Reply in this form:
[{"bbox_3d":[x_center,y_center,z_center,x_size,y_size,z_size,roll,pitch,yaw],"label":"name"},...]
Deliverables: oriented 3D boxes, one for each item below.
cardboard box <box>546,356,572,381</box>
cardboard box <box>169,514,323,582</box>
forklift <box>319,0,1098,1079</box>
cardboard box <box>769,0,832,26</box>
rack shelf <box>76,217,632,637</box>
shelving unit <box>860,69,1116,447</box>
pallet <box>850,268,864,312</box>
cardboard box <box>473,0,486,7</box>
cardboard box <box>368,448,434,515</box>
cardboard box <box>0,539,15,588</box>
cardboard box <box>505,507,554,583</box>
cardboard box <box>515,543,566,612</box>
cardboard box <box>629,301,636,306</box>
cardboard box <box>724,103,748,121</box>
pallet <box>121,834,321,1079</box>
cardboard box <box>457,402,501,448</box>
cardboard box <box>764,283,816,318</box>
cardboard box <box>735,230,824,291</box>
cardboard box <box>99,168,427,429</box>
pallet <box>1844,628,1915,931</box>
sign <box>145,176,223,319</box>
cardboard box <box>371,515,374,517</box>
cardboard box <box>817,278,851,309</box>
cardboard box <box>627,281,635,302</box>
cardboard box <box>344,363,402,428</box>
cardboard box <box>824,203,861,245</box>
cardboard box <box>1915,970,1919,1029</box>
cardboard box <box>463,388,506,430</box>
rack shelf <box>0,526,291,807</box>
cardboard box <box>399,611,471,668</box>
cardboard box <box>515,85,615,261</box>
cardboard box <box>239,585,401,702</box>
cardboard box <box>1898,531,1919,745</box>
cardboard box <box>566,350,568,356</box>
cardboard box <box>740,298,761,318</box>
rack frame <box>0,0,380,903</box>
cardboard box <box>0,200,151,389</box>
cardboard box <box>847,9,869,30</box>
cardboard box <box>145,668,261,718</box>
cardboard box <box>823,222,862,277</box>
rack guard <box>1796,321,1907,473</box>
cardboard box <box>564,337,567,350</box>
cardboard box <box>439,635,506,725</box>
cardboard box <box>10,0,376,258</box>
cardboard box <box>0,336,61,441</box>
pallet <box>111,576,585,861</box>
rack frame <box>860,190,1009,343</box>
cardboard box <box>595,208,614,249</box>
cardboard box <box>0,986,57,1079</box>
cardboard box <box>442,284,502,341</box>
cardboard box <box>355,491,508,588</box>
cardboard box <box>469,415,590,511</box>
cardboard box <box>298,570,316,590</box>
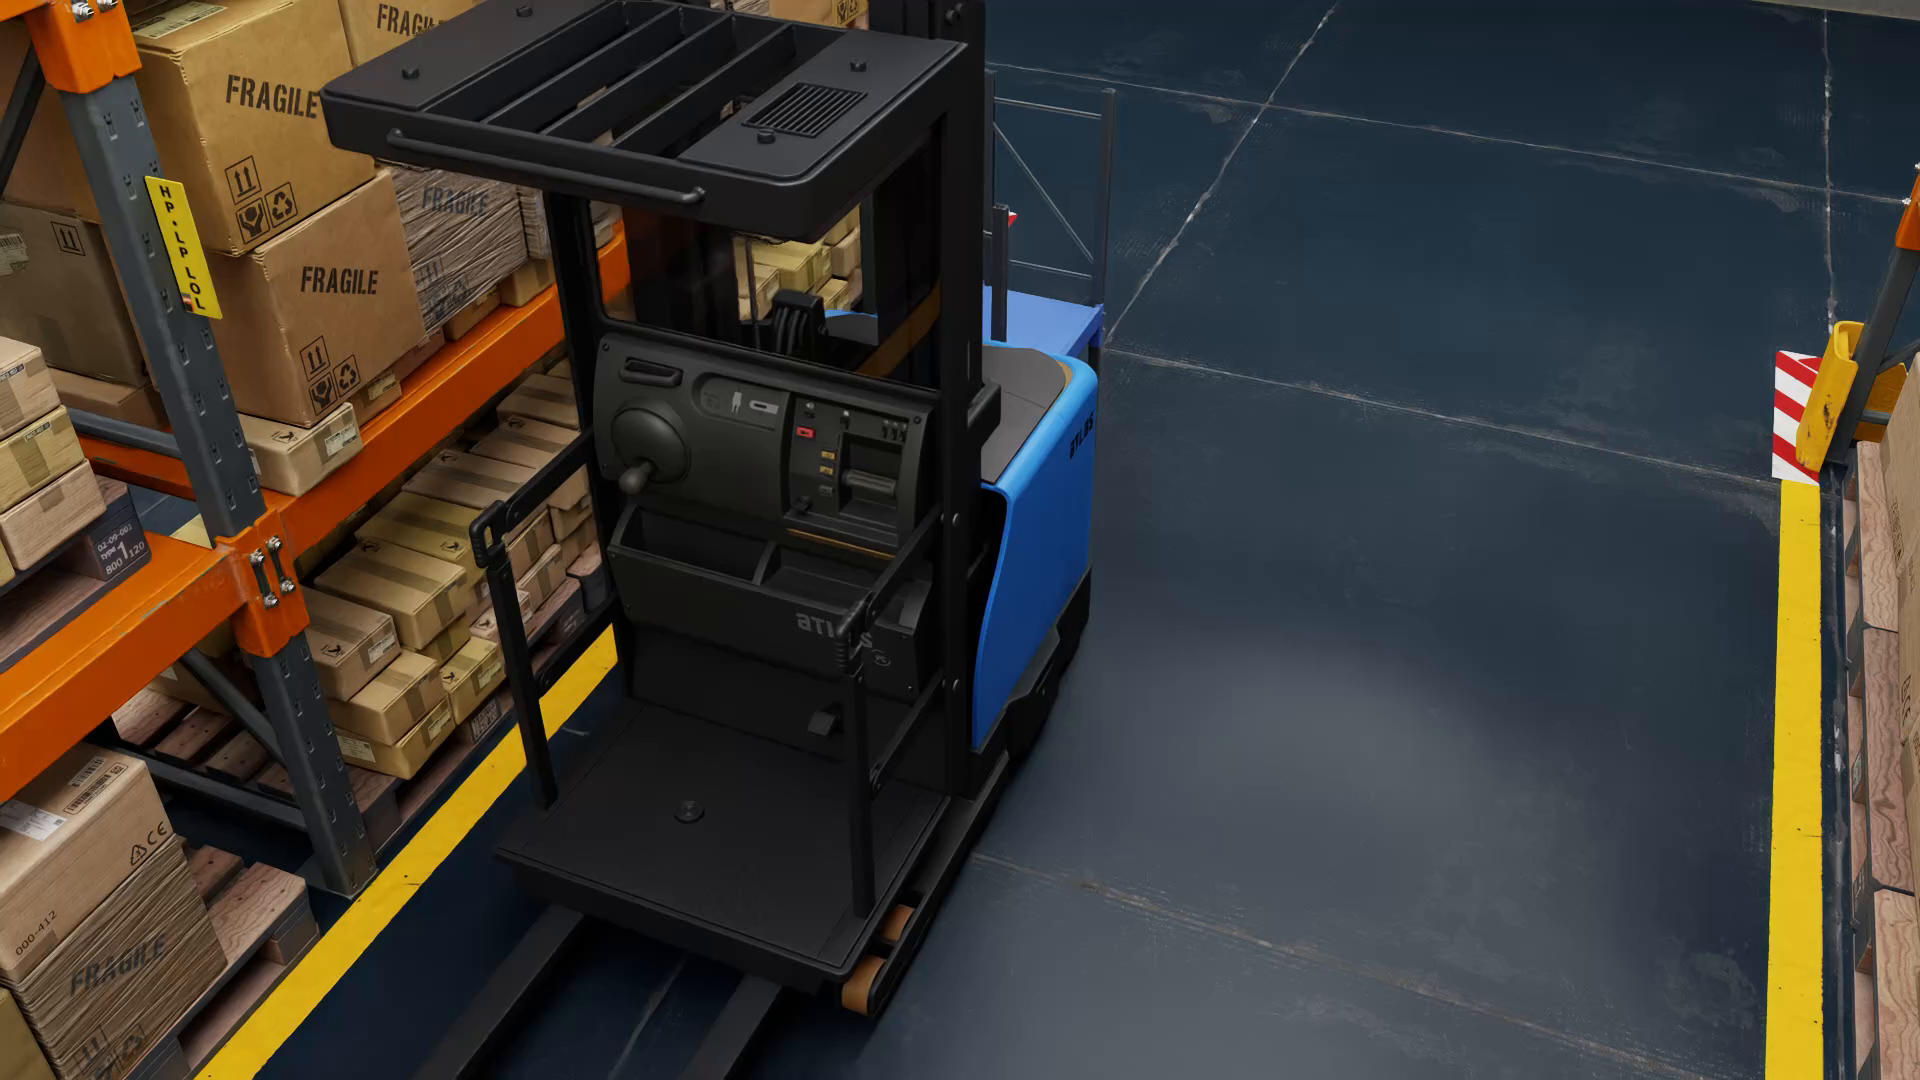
[{"bbox_3d":[-1.265,-0.562,6.030,0.380,0.149,0.250,14,39,18],"label":"cardboard box"},{"bbox_3d":[-2.250,0.034,5.233,0.380,0.149,0.250,14,39,18],"label":"cardboard box"},{"bbox_3d":[-0.599,-0.179,4.041,1.130,2.935,3.031,14,39,18],"label":"forklift"},{"bbox_3d":[-0.817,-2.077,6.191,0.500,0.500,0.500,13,39,17],"label":"cardboard box"},{"bbox_3d":[-1.444,-1.114,5.835,1.077,0.370,4.000,14,39,18],"label":"rack shelf"},{"bbox_3d":[0.116,-0.759,6.013,0.538,1.500,1.048,14,39,18],"label":"shelving unit"},{"bbox_3d":[-1.054,-0.908,7.289,1.003,0.211,1.213,14,39,18],"label":"pallet"},{"bbox_3d":[-1.405,-1.611,4.733,0.500,0.500,0.500,14,39,18],"label":"cardboard box"},{"bbox_3d":[-1.991,-0.231,5.588,0.380,0.149,0.250,15,39,19],"label":"cardboard box"},{"bbox_3d":[-2.272,0.047,3.541,0.380,0.149,0.250,14,39,18],"label":"cardboard box"},{"bbox_3d":[-1.594,-0.020,5.554,0.380,0.149,0.250,12,38,15],"label":"cardboard box"},{"bbox_3d":[-1.572,0.102,5.638,0.380,0.149,0.250,13,39,17],"label":"cardboard box"},{"bbox_3d":[-1.486,-1.011,6.880,0.380,0.149,0.250,15,39,19],"label":"cardboard box"},{"bbox_3d":[-0.960,-1.606,6.104,0.380,0.149,0.250,12,38,16],"label":"cardboard box"},{"bbox_3d":[-2.500,1.254,4.396,1.003,0.211,1.213,14,39,18],"label":"pallet"},{"bbox_3d":[-1.817,-0.398,6.059,0.380,0.149,0.250,12,38,16],"label":"cardboard box"},{"bbox_3d":[-0.816,-1.009,6.877,0.380,0.149,0.250,12,38,16],"label":"cardboard box"},{"bbox_3d":[-0.780,-1.125,6.783,0.380,0.149,0.250,13,39,17],"label":"cardboard box"},{"bbox_3d":[-1.784,-0.671,4.310,0.500,0.500,0.500,13,39,17],"label":"cardboard box"},{"bbox_3d":[3.235,0.813,4.986,1.003,0.211,1.213,14,39,18],"label":"pallet"},{"bbox_3d":[-1.691,-0.634,3.625,0.100,0.325,0.005,14,39,18],"label":"sign"},{"bbox_3d":[-2.016,-0.108,5.671,0.380,0.149,0.250,14,39,18],"label":"cardboard box"},{"bbox_3d":[-0.695,-1.031,7.155,0.380,0.149,0.250,15,39,19],"label":"cardboard box"},{"bbox_3d":[-1.423,-1.115,6.769,0.380,0.149,0.250,12,38,16],"label":"cardboard box"},{"bbox_3d":[-1.765,-0.436,4.538,0.380,0.149,0.250,15,39,19],"label":"cardboard box"},{"bbox_3d":[-0.651,-1.423,7.182,0.380,0.149,0.250,14,39,18],"label":"cardboard box"},{"bbox_3d":[2.749,1.312,3.779,0.875,0.438,0.875,13,39,17],"label":"cardboard box"},{"bbox_3d":[-1.882,-0.554,6.020,0.380,0.149,0.250,13,39,16],"label":"cardboard box"},{"bbox_3d":[-2.966,1.101,2.873,1.077,0.370,4.000,14,39,18],"label":"rack shelf"},{"bbox_3d":[-1.758,0.272,5.163,0.380,0.149,0.250,14,39,18],"label":"cardboard box"},{"bbox_3d":[-1.377,-1.217,5.041,0.500,0.500,0.500,13,39,17],"label":"cardboard box"},{"bbox_3d":[-1.883,0.297,4.880,0.380,0.149,0.250,15,39,20],"label":"cardboard box"},{"bbox_3d":[3.434,0.317,5.109,0.875,0.438,0.875,15,39,19],"label":"cardboard box"},{"bbox_3d":[-1.564,-0.683,6.441,0.380,0.149,0.250,16,40,20],"label":"cardboard box"},{"bbox_3d":[-0.988,-0.834,6.394,0.380,0.149,0.250,15,39,19],"label":"cardboard box"},{"bbox_3d":[-2.205,-0.295,4.139,1.000,3.000,0.127,14,39,18],"label":"rack frame"},{"bbox_3d":[-2.283,-0.786,4.464,0.500,0.500,0.500,14,39,18],"label":"cardboard box"},{"bbox_3d":[-0.546,-2.164,6.849,0.380,0.149,0.250,14,39,18],"label":"cardboard box"},{"bbox_3d":[-2.371,0.384,5.261,0.380,0.149,0.250,14,39,18],"label":"cardboard box"},{"bbox_3d":[-0.620,-1.297,7.262,0.380,0.149,0.250,13,39,17],"label":"cardboard box"},{"bbox_3d":[3.942,-0.450,6.434,1.175,0.500,0.348,14,39,18],"label":"rack guard"},{"bbox_3d":[-1.679,-0.828,6.386,0.380,0.149,0.250,14,39,18],"label":"cardboard box"},{"bbox_3d":[-1.669,0.403,5.235,0.380,0.149,0.250,15,39,19],"label":"cardboard box"},{"bbox_3d":[-1.808,-1.049,3.980,0.500,0.500,0.500,15,39,19],"label":"cardboard box"},{"bbox_3d":[-2.178,-0.334,3.553,0.380,0.149,0.250,16,40,20],"label":"cardboard box"},{"bbox_3d":[-1.983,0.442,5.482,1.003,0.211,1.213,14,39,18],"label":"pallet"},{"bbox_3d":[-0.084,-0.480,5.639,0.500,1.500,0.032,14,39,18],"label":"rack frame"},{"bbox_3d":[-1.339,-1.016,5.314,0.380,0.149,0.250,16,39,20],"label":"cardboard box"},{"bbox_3d":[-2.450,1.290,3.756,0.500,0.500,0.500,13,39,17],"label":"cardboard box"},{"bbox_3d":[-1.604,-0.745,4.951,0.380,0.149,0.250,12,38,16],"label":"cardboard box"},{"bbox_3d":[-1.672,0.007,5.269,0.380,0.149,0.250,13,39,17],"label":"cardboard box"},{"bbox_3d":[-1.422,-0.265,5.632,0.380,0.149,0.250,15,39,19],"label":"cardboard box"},{"bbox_3d":[-2.288,0.161,5.312,0.380,0.149,0.250,12,38,16],"label":"cardboard box"}]
